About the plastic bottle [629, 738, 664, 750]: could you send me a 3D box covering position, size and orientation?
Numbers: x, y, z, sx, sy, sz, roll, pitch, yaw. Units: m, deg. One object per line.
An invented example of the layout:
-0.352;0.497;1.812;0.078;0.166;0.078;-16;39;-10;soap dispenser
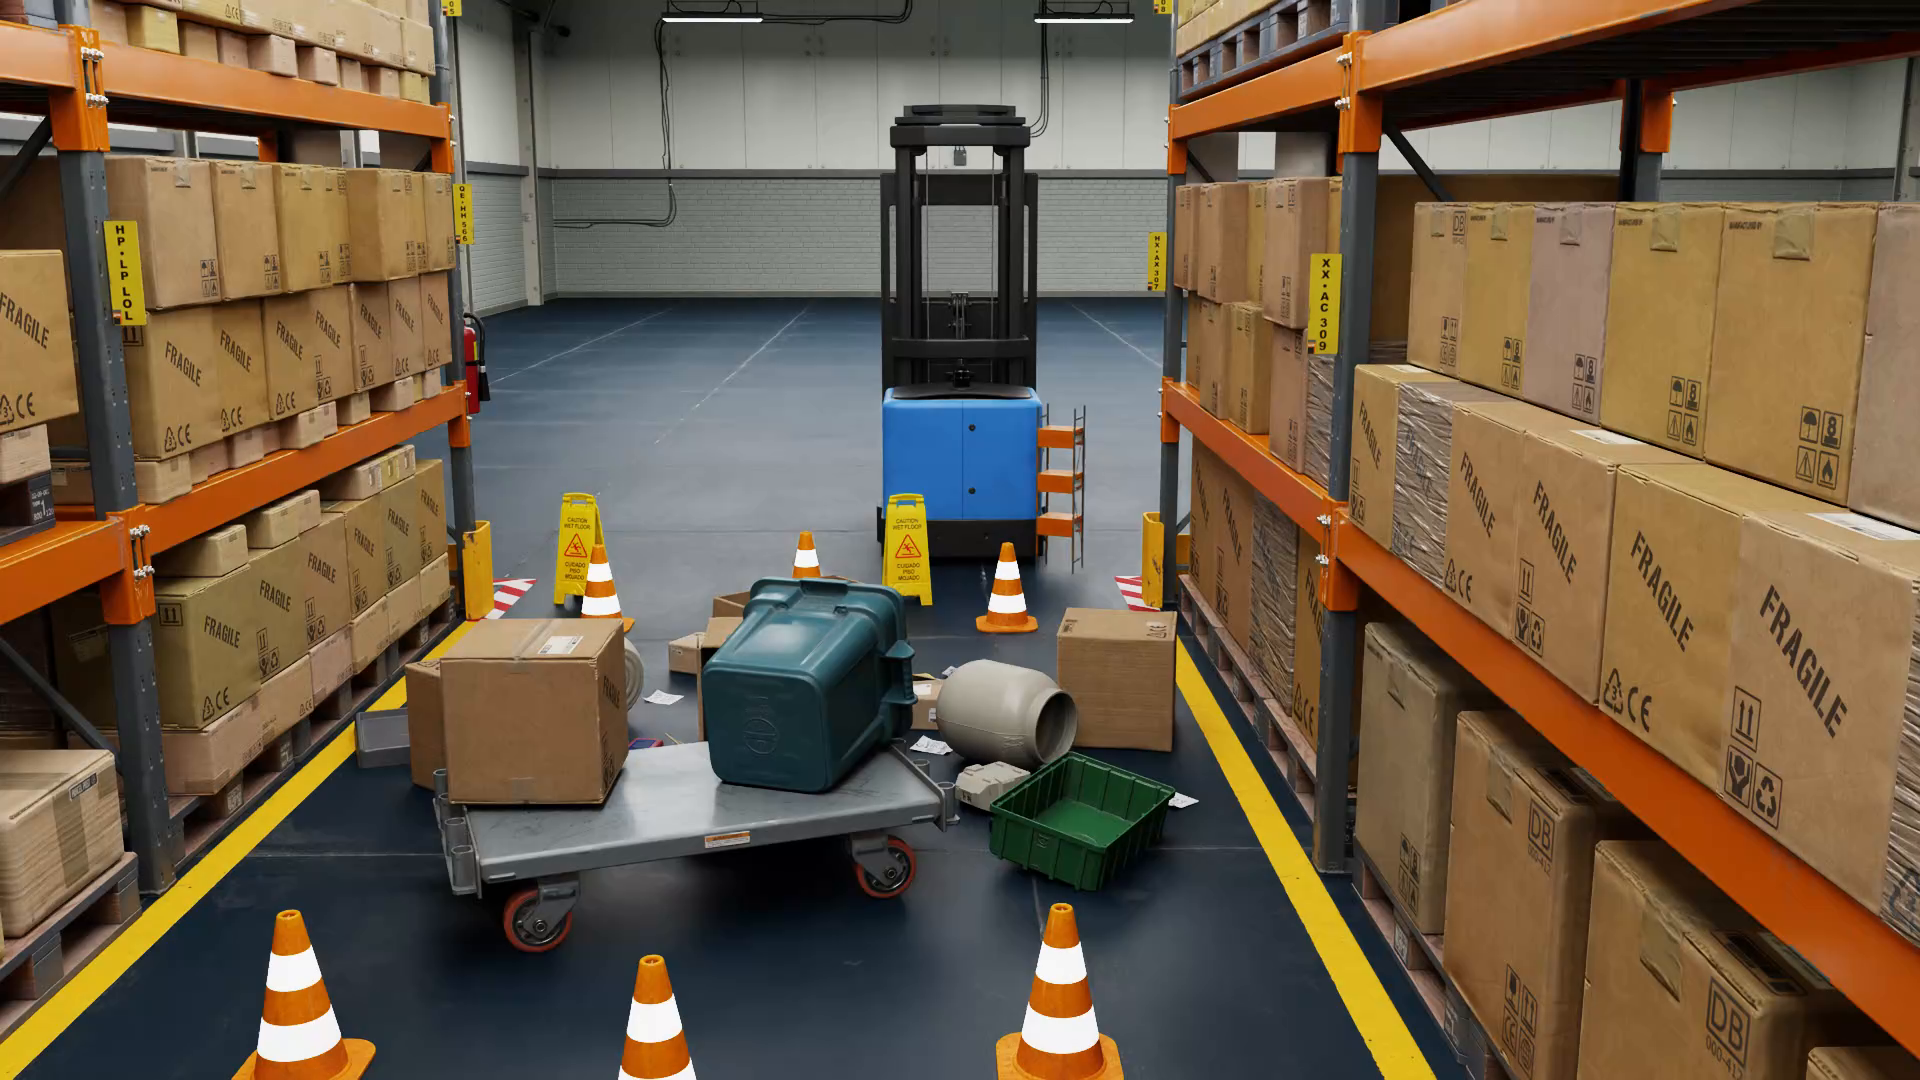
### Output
-1.348;0.902;6.957;0.133;0.061;0.283;2;12;9;plastic bottle

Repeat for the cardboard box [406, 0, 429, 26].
-2.977;-2.740;8.604;0.380;0.149;0.250;0;11;-1;cardboard box

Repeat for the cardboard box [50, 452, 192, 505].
-2.883;-0.214;5.703;0.380;0.149;0.250;0;11;-1;cardboard box

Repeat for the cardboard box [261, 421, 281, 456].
-2.983;-0.419;6.713;0.380;0.149;0.250;0;11;-1;cardboard box

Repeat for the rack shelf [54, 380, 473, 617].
-3.238;-0.318;7.394;1.077;0.370;4.000;0;11;-1;rack shelf

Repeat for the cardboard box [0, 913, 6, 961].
-3.165;1.056;4.364;0.950;0.372;0.625;0;11;2;cardboard box

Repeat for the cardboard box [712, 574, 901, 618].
-0.712;0.494;7.860;0.797;0.503;0.637;-10;15;-40;cardboard box

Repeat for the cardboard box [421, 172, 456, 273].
-3.051;-1.653;8.647;0.700;0.500;0.500;-1;11;-3;cardboard box

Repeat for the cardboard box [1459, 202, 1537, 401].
1.779;-0.652;4.462;0.700;0.500;0.500;0;11;-2;cardboard box

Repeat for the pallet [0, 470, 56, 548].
-3.326;-0.027;4.630;1.003;0.211;1.213;0;11;-1;pallet

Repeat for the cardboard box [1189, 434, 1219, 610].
1.748;-0.139;8.988;0.875;0.875;0.875;0;11;-1;cardboard box

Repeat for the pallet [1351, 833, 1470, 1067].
1.841;1.206;5.085;1.003;0.211;1.213;0;11;-1;pallet

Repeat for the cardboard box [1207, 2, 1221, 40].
1.375;-2.441;7.824;0.380;0.149;0.250;0;11;-1;cardboard box

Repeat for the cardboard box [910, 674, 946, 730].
-0.127;0.692;7.481;0.396;0.266;0.258;2;12;9;cardboard box

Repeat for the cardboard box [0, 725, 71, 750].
-3.478;0.752;6.168;0.500;0.250;0.500;0;11;1;cardboard box

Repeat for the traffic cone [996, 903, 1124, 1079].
0.268;1.202;4.470;0.336;0.463;0.334;0;11;-1;traffic cone

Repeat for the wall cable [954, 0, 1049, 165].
1.004;-12.103;40.028;2.305;6.003;0.169;0;11;-1;wall cable

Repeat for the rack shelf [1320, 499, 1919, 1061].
1.791;0.436;3.674;1.077;0.370;4.000;0;11;-1;rack shelf

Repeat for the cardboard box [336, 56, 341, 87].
-2.994;-2.091;7.410;0.380;0.149;0.250;-1;11;-3;cardboard box

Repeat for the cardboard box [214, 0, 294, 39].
-2.949;-2.106;6.483;0.500;0.250;0.500;0;11;-1;cardboard box

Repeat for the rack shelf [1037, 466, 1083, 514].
0.635;-0.315;10.527;0.240;0.259;0.215;5;12;22;rack shelf

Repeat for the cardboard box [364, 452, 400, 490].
-2.925;-0.331;7.990;0.380;0.149;0.250;0;11;0;cardboard box

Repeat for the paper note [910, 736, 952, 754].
-0.107;0.883;7.152;0.172;0.023;0.155;4;12;18;paper note

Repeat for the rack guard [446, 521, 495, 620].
-3.278;0.172;9.456;1.175;0.500;0.348;0;11;-1;rack guard

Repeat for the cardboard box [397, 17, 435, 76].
-2.999;-2.510;8.473;0.500;0.250;0.500;0;11;-2;cardboard box

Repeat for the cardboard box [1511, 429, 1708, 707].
1.521;0.043;3.549;0.500;0.500;0.500;0;11;0;cardboard box

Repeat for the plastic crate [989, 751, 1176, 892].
0.437;1.007;5.980;0.450;0.188;0.662;17;18;26;plastic crate

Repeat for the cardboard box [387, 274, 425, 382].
-2.987;-1.057;8.226;0.500;0.500;0.500;0;11;-1;cardboard box

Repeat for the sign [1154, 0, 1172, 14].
1.112;-3.045;9.083;0.100;0.325;0.005;0;11;-1;sign

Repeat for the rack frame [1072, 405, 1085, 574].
0.748;-0.316;10.478;0.008;1.050;0.200;5;12;22;rack frame

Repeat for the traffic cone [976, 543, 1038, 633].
0.259;0.246;9.184;0.336;0.463;0.334;0;11;-1;traffic cone

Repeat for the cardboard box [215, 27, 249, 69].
-2.983;-1.888;6.406;0.380;0.149;0.250;-1;11;-3;cardboard box

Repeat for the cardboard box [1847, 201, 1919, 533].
1.822;-0.248;2.469;0.700;0.500;0.500;0;11;-2;cardboard box

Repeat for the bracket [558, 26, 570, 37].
-9.451;-12.128;39.654;0.235;0.232;0.430;0;11;-1;bracket

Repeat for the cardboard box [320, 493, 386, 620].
-2.985;0.068;7.653;0.500;0.500;0.500;-1;11;-2;cardboard box

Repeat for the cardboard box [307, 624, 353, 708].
-2.975;0.538;7.220;0.500;0.250;0.500;0;11;-2;cardboard box

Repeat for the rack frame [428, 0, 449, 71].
-3.279;-4.009;8.686;1.000;3.000;0.127;0;11;-1;rack frame

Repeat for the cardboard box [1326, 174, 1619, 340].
1.777;-0.990;5.802;0.875;0.550;0.550;0;11;-1;cardboard box

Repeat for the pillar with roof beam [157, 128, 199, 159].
-5.073;-6.249;19.726;9.100;9.000;0.400;0;11;-1;pillar with roof beam

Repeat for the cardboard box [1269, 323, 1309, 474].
1.697;-0.570;6.447;0.875;0.550;0.550;0;11;-1;cardboard box

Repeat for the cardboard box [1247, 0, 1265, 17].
1.395;-2.240;6.836;0.380;0.149;0.250;0;11;-2;cardboard box

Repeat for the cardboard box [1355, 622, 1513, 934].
1.853;0.706;5.137;1.050;0.750;0.750;0;11;-1;cardboard box

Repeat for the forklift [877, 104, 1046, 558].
-0.013;-1.560;11.878;1.130;2.935;3.031;0;11;-1;forklift

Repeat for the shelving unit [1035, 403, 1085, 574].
0.635;-0.326;10.525;0.252;1.050;0.215;5;12;22;shelving unit

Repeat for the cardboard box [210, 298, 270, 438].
-2.961;-0.657;6.251;0.500;0.500;0.500;0;11;-1;cardboard box

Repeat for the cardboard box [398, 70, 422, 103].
-2.954;-2.296;8.422;0.380;0.149;0.250;0;11;-1;cardboard box

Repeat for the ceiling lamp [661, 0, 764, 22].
-4.920;-11.921;33.005;2.000;3.185;0.800;0;11;-1;ceiling lamp

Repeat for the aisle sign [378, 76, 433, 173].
-2.991;-2.356;9.090;0.394;0.787;0.004;0;11;-1;aisle sign

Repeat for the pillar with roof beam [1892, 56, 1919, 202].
17.441;-9.921;37.826;9.100;9.000;0.548;0;11;-1;pillar with roof beam

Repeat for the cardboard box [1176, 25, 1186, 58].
1.354;-2.641;8.814;0.380;0.149;0.250;0;11;-1;cardboard box

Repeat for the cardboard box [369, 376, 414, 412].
-2.922;-0.720;8.196;0.380;0.149;0.250;0;11;0;cardboard box

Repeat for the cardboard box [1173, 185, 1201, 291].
1.636;-1.638;8.995;0.875;0.550;0.550;0;11;-1;cardboard box

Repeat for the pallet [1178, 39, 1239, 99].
1.693;-2.388;8.465;1.003;0.211;1.213;0;11;-1;pallet

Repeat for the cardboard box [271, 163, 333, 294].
-2.961;-1.248;6.653;0.700;0.500;0.500;0;11;-2;cardboard box

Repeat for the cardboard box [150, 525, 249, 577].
-2.882;0.039;6.163;0.380;0.149;0.250;0;11;0;cardboard box
